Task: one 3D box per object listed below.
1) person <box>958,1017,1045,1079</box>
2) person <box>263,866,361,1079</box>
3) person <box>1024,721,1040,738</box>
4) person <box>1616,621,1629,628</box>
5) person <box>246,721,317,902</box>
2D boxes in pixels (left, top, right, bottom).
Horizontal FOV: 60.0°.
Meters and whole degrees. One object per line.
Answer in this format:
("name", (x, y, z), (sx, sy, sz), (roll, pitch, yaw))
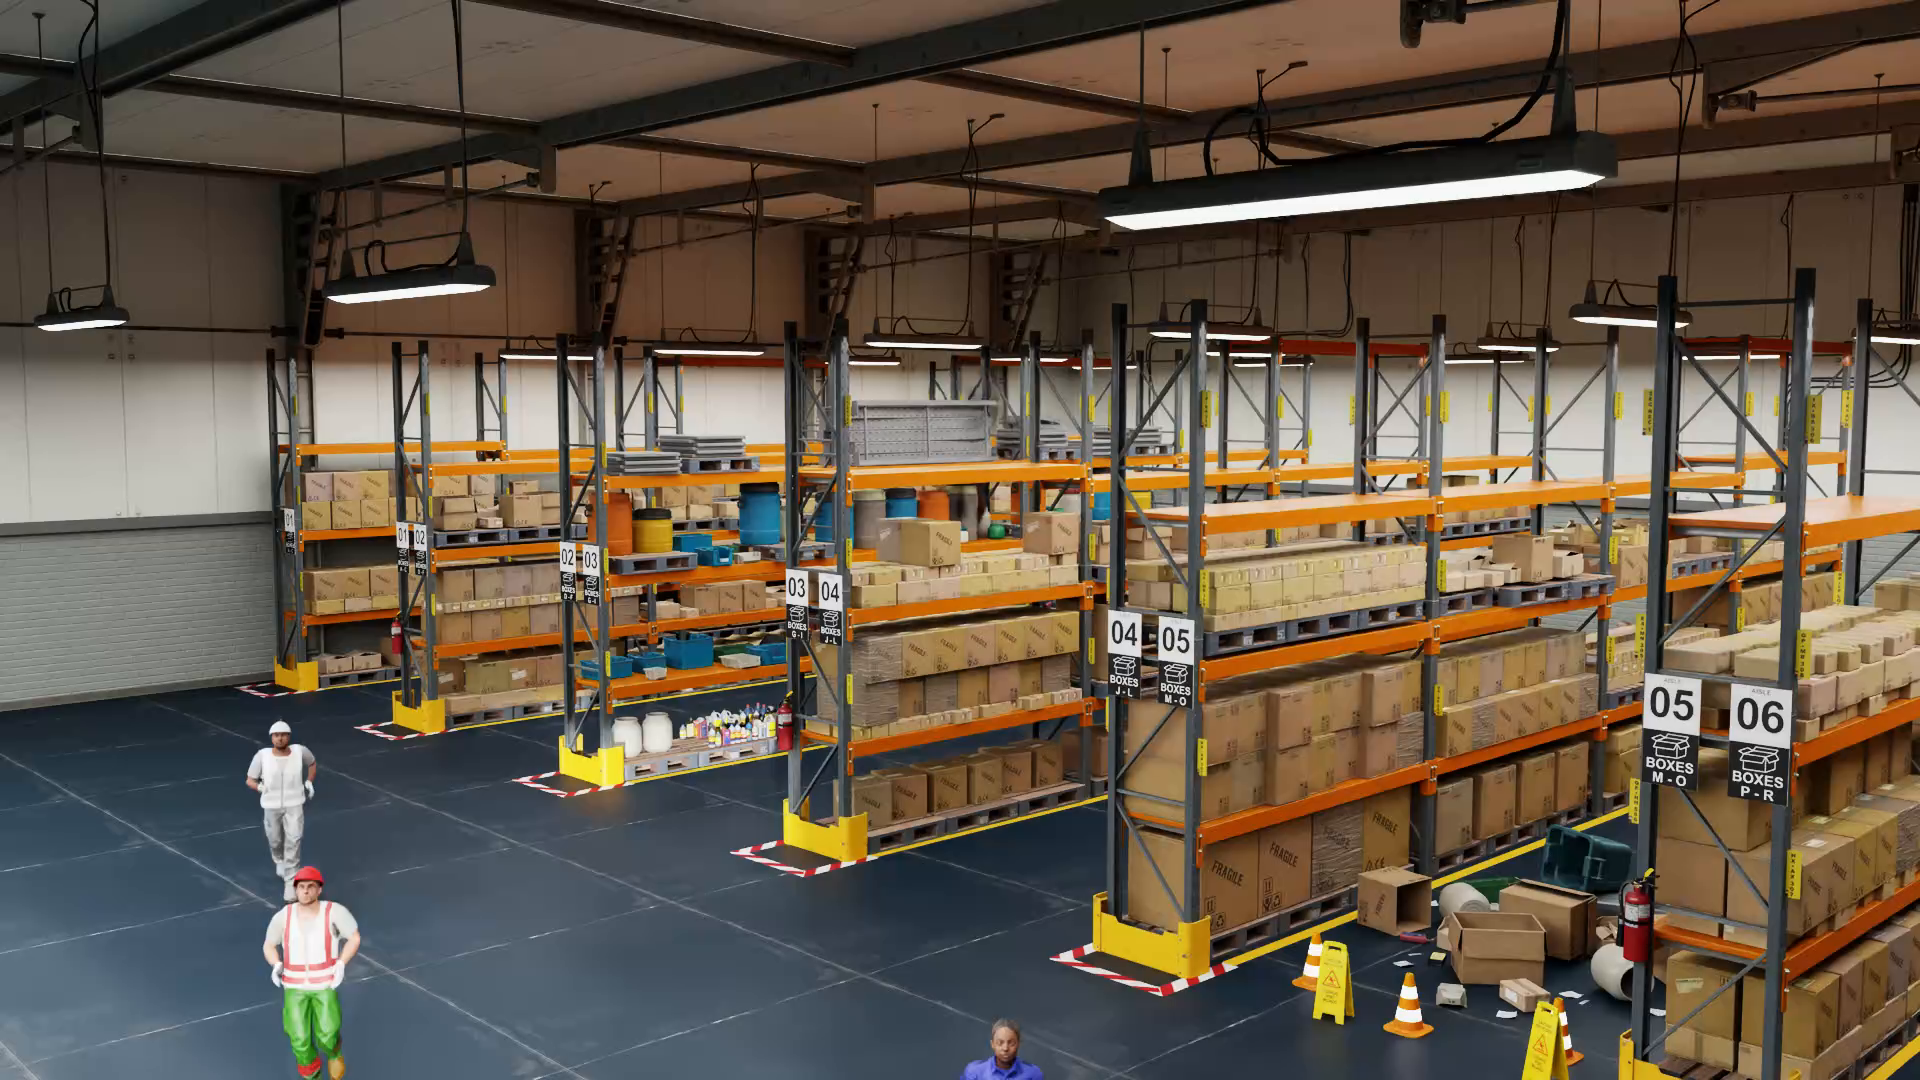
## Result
("person", (0.239, 3.483, 9.437), (0.560, 1.487, 0.566), (0, 5, -4))
("person", (-4.746, 3.221, 12.162), (0.678, 1.690, 0.593), (-1, 5, -12))
("person", (1.026, 1.944, 24.306), (0.620, 1.839, 0.803), (4, 6, 39))
("person", (10.343, 2.095, 25.851), (0.663, 1.682, 0.684), (-4, 6, -39))
("person", (-7.025, 2.763, 17.254), (0.684, 1.781, 0.984), (-2, 5, -21))
